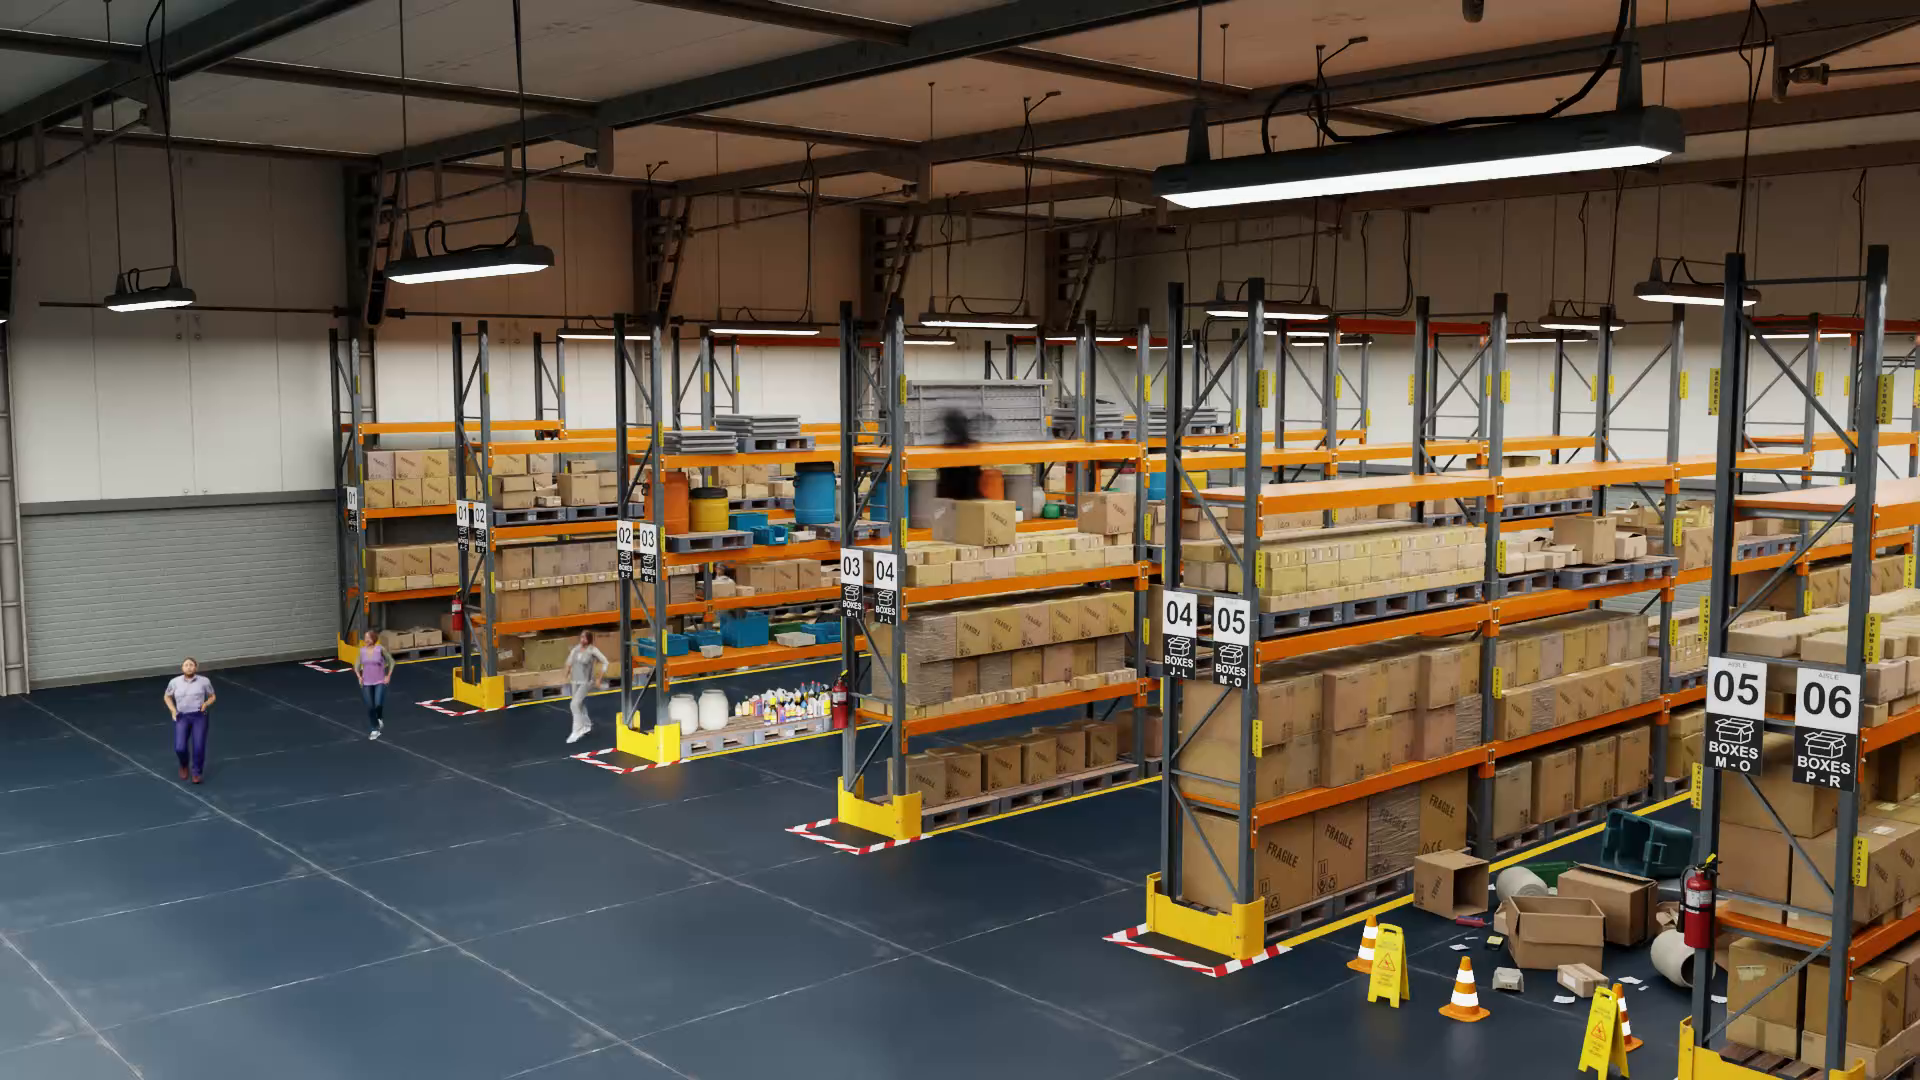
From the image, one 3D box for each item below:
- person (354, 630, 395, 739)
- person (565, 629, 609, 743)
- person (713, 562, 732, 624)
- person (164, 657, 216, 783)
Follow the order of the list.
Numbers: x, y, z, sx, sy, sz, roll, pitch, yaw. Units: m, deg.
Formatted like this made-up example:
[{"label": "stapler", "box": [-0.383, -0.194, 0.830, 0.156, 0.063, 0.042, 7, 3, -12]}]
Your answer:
[{"label": "person", "box": [-8.348, 2.060, 23.672, 0.548, 1.562, 0.484, -1, 6, -8]}, {"label": "person", "box": [-5.313, 2.063, 23.537, 0.607, 1.589, 0.619, 3, 6, 27]}, {"label": "person", "box": [-4.556, 1.235, 31.449, 0.611, 1.649, 0.531, 6, 8, 44]}, {"label": "person", "box": [-9.725, 2.293, 21.025, 0.597, 1.590, 0.550, -2, 6, -23]}]
